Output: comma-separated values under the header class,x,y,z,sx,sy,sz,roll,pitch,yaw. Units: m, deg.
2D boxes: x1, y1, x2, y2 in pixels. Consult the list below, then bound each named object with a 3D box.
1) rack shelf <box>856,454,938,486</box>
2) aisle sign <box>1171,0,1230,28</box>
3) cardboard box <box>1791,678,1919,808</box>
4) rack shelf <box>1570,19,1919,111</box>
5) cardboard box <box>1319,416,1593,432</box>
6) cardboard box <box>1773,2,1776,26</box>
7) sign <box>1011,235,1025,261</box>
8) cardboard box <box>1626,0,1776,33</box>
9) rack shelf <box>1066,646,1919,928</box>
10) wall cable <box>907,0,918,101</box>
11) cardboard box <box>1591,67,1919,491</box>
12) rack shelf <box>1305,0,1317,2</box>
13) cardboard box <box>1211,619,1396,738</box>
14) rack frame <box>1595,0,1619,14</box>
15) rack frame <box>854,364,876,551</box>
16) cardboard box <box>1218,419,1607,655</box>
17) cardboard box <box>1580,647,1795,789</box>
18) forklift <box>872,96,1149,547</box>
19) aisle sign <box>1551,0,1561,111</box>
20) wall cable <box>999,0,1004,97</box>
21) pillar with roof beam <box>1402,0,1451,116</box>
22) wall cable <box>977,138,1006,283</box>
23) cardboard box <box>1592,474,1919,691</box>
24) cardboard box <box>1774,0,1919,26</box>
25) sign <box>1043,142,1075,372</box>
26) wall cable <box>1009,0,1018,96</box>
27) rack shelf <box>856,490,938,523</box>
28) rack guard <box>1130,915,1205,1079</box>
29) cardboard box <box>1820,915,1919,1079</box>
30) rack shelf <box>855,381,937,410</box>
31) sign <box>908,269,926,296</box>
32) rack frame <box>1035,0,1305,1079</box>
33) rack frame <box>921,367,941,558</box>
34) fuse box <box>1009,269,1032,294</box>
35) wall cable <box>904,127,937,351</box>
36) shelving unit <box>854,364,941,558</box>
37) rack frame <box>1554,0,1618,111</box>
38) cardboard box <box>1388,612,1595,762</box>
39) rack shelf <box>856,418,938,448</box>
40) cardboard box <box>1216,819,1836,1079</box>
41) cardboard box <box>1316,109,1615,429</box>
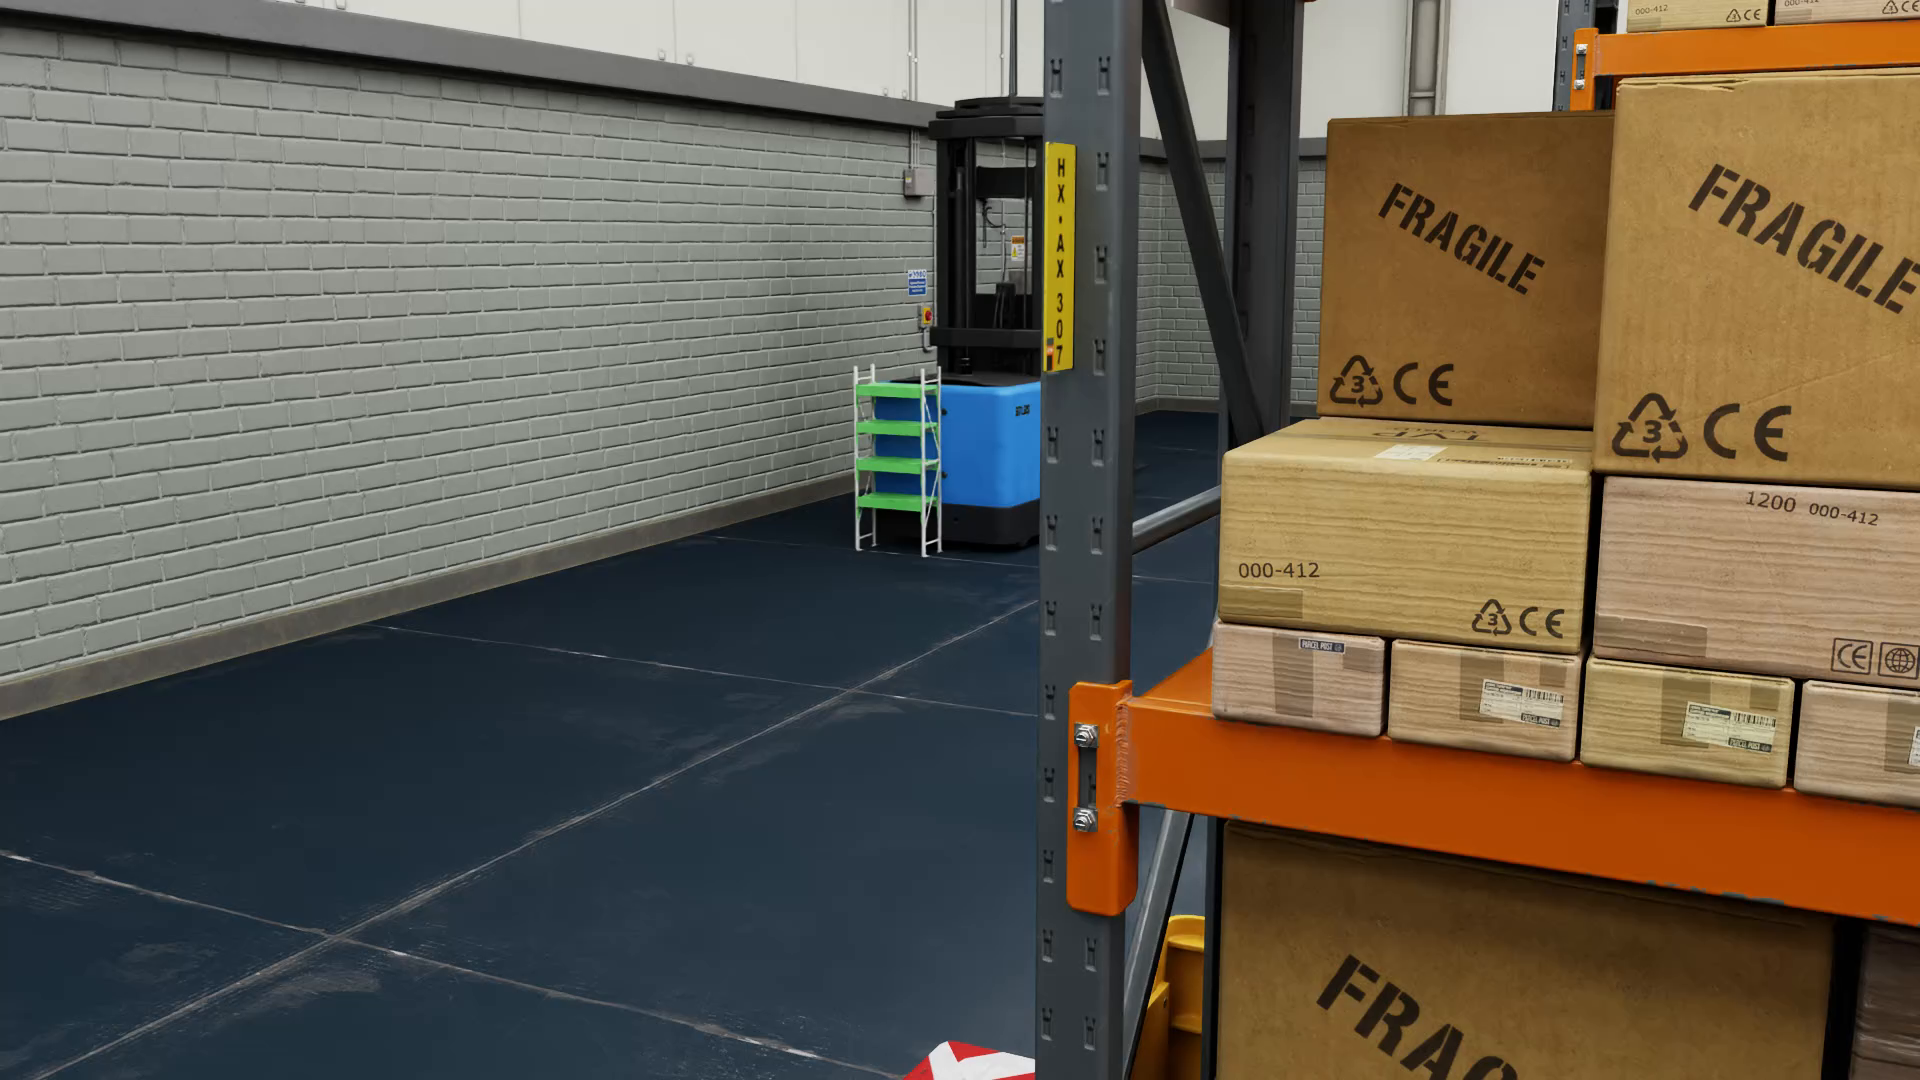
class,x,y,z,sx,sy,sz,roll,pitch,yaw
rack shelf,-0.400,-0.453,10.720,0.480,0.148,0.258,5,12,26
aisle sign,0.464,-1.366,3.057,0.004,0.787,0.394,5,11,26
cardboard box,1.263,0.231,2.235,0.250,0.149,0.380,5,11,25
rack shelf,4.475,-1.782,6.252,4.000,0.370,1.077,5,11,26
cardboard box,0.948,-0.110,3.003,0.500,0.250,0.500,5,11,25
cardboard box,3.206,-2.226,7.107,0.500,0.250,0.500,5,11,25
sign,0.564,-2.795,15.930,0.001,0.242,0.339,5,11,26
cardboard box,2.971,-2.144,6.651,0.500,0.250,0.500,5,12,28
rack shelf,2.189,0.478,2.186,4.000,0.370,1.077,5,11,26
wall cable,-0.445,-4.972,13.432,0.029,3.000,0.463,5,11,26
cardboard box,1.155,-0.355,2.248,0.500,0.500,0.500,5,11,24
rack shelf,2.189,-0.998,1.919,4.000,0.370,1.077,5,11,26
cardboard box,0.568,0.171,2.569,0.250,0.149,0.380,5,11,26
rack frame,2.681,-3.770,6.791,0.127,3.000,1.000,5,11,26
rack frame,-0.617,-0.535,10.818,0.015,1.200,0.240,5,12,26
cardboard box,0.707,-0.025,2.532,0.500,0.250,0.500,5,11,24
cardboard box,1.029,0.211,2.348,0.250,0.149,0.380,5,11,24
forklift,0.528,-1.615,11.926,1.130,2.935,3.031,5,11,26
aisle sign,2.483,-2.055,6.861,0.004,0.787,0.394,5,11,26
wall cable,-0.110,-5.091,14.094,0.029,3.000,2.355,5,11,26
pillar with roof beam,3.050,-5.030,13.756,0.400,9.000,9.100,5,11,26
wall cable,0.331,-2.784,15.339,0.122,1.984,0.588,5,11,26
cardboard box,1.176,0.015,2.312,0.500,0.250,0.500,5,11,25
cardboard box,3.441,-2.102,6.418,0.500,0.250,0.500,5,12,28
sign,0.145,-0.410,2.422,0.005,0.325,0.100,5,11,26
wall cable,1.157,-5.552,16.533,0.133,3.039,2.988,5,11,26
rack shelf,-0.400,-0.216,10.763,0.480,0.148,0.258,5,12,26
rack guard,0.374,1.195,3.226,0.348,0.500,1.175,5,11,26
cardboard box,1.821,0.915,2.540,0.875,0.875,0.875,5,11,26
rack shelf,-0.400,-0.925,10.635,0.480,0.148,0.258,5,12,26
sign,-0.363,-2.187,14.132,0.001,0.218,0.327,5,11,26
rack frame,0.397,-0.034,2.996,0.053,2.616,0.949,5,11,26
rack frame,-0.182,-0.496,10.600,0.015,1.200,0.240,5,12,26
fuse box,0.774,-1.747,16.077,0.414,1.711,0.539,5,11,26
wall cable,-0.286,-2.572,14.079,0.123,1.953,0.585,5,11,26
shelving unit,-0.400,-0.515,10.709,0.503,1.200,0.258,5,12,26
rack frame,2.681,-0.818,7.326,0.127,3.000,1.000,5,11,26
cardboard box,0.799,0.191,2.459,0.250,0.149,0.380,5,11,25
rack shelf,-0.400,-0.689,10.677,0.480,0.148,0.258,5,12,26
cardboard box,1.005,0.843,2.937,0.875,0.875,0.875,5,11,26
cardboard box,0.949,-0.479,2.933,0.500,0.500,0.500,5,11,27
